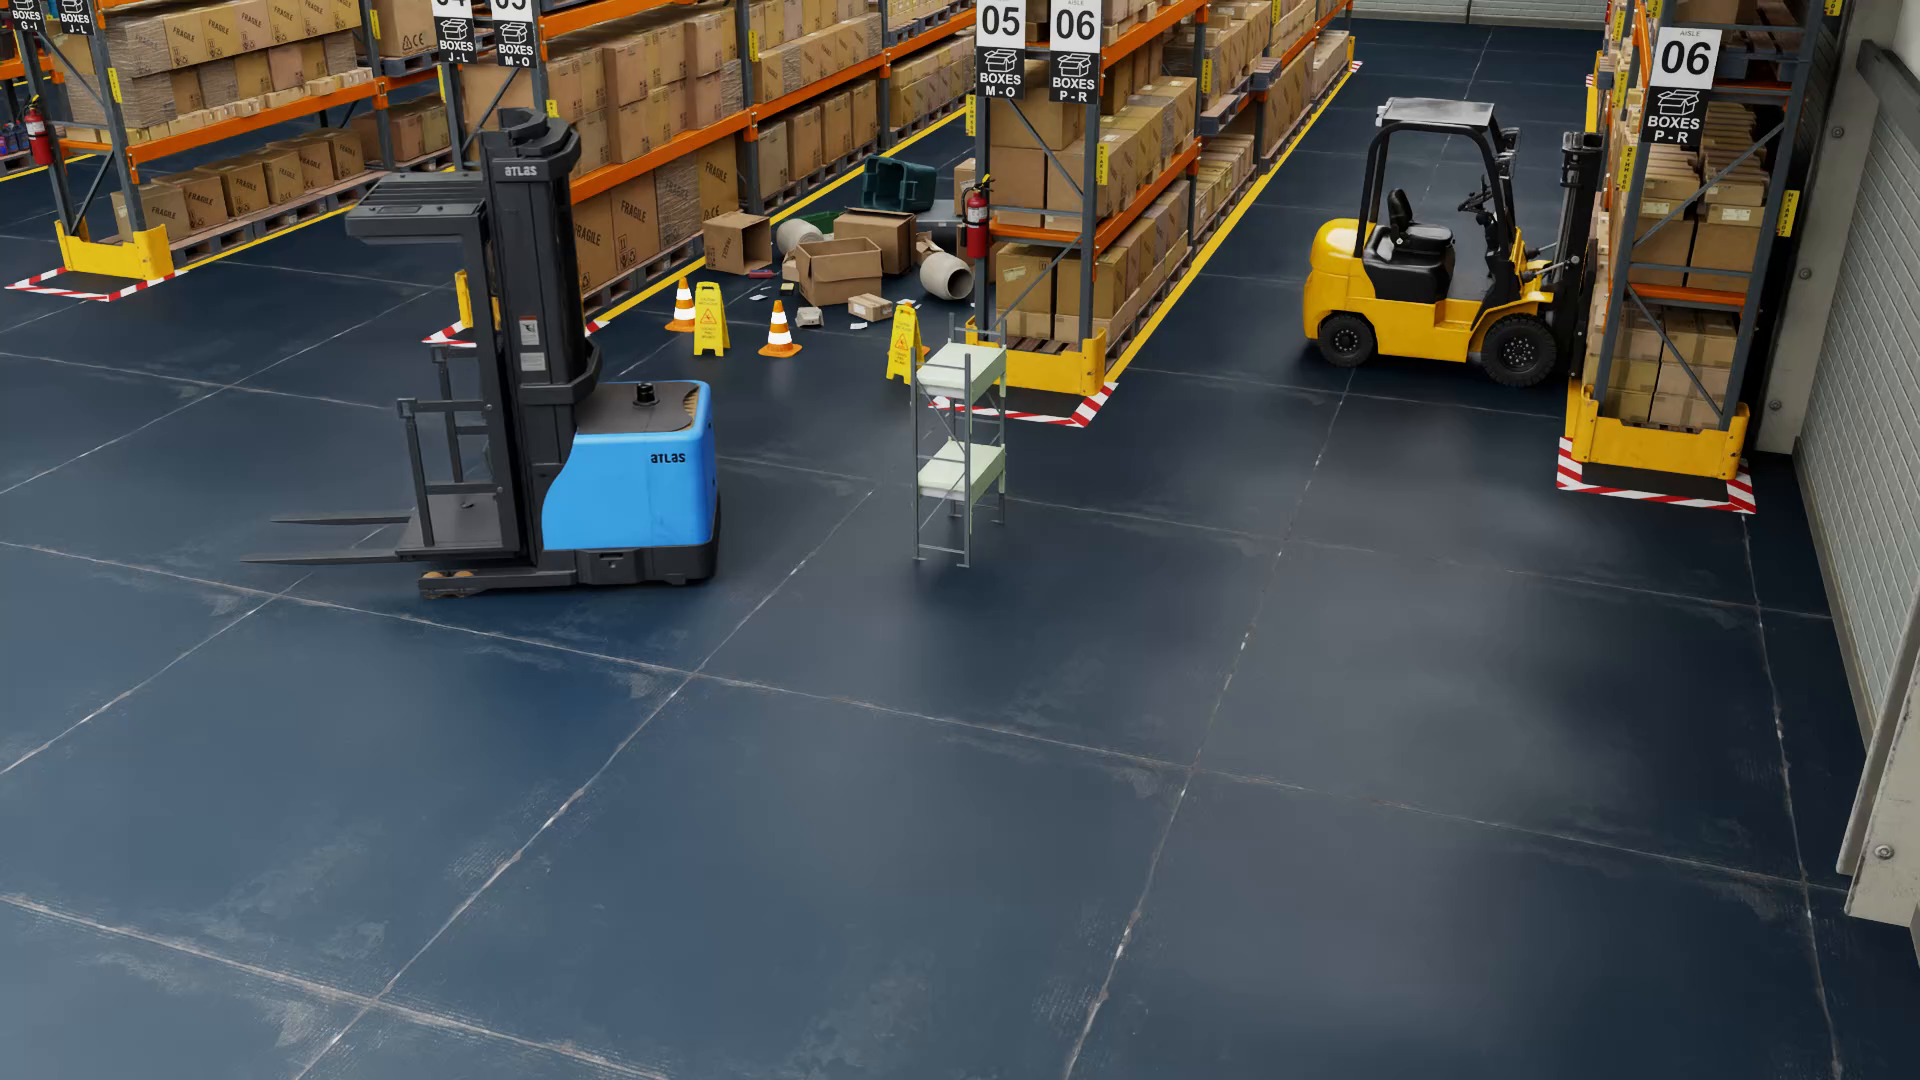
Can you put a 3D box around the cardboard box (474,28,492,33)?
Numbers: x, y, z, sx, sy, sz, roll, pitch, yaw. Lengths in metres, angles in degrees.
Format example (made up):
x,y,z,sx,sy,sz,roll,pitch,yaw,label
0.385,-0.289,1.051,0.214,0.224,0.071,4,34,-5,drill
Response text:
x,y,z,sx,sy,sz,roll,pitch,yaw,label
-6.370,-6.802,21.753,0.396,0.266,0.258,8,27,16,cardboard box

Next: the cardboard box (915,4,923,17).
x,y,z,sx,sy,sz,roll,pitch,yaw,label
-0.733,-7.310,22.936,0.380,0.149,0.250,10,27,19,cardboard box

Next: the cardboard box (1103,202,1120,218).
x,y,z,sx,sy,sz,roll,pitch,yaw,label
1.157,-2.873,14.254,0.380,0.149,0.250,8,27,16,cardboard box

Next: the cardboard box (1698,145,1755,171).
x,y,z,sx,sy,sz,roll,pitch,yaw,label
5.963,-2.958,12.940,0.380,0.149,0.250,10,27,19,cardboard box

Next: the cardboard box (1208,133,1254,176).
x,y,z,sx,sy,sz,roll,pitch,yaw,label
3.078,-4.737,20.348,0.950,0.372,0.625,7,27,14,cardboard box

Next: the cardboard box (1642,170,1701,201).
x,y,z,sx,sy,sz,roll,pitch,yaw,label
5.216,-2.604,12.209,0.380,0.149,0.250,9,27,18,cardboard box

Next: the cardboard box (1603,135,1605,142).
x,y,z,sx,sy,sz,roll,pitch,yaw,label
8.244,-4.931,20.603,0.500,0.500,0.500,10,28,20,cardboard box

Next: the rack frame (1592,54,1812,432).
x,y,z,sx,sy,sz,roll,pitch,yaw,label
5.295,-1.955,12.070,1.000,3.000,0.127,9,27,17,rack frame

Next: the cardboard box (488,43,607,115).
x,y,z,sx,sy,sz,roll,pitch,yaw,label
-3.832,-4.290,15.480,0.875,0.550,0.550,9,27,17,cardboard box

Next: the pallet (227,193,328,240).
x,y,z,sx,sy,sz,roll,pitch,yaw,label
-7.995,-3.715,18.905,1.003,0.211,1.213,9,27,17,pallet

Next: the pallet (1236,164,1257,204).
x,y,z,sx,sy,sz,roll,pitch,yaw,label
3.014,-4.385,20.288,1.003,0.211,1.213,9,27,17,pallet

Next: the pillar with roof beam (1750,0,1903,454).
x,y,z,sx,sy,sz,roll,pitch,yaw,label
2.317,-5.435,12.373,9.100,9.000,0.400,9,27,17,pillar with roof beam

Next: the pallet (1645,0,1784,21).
x,y,z,sx,sy,sz,roll,pitch,yaw,label
6.367,-4.555,14.099,1.003,0.211,1.213,9,27,17,pallet

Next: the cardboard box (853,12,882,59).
x,y,z,sx,sy,sz,roll,pitch,yaw,label
-1.323,-6.458,21.256,0.500,0.500,0.500,9,27,17,cardboard box

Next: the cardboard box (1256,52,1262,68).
x,y,z,sx,sy,sz,roll,pitch,yaw,label
3.326,-5.637,19.481,0.380,0.149,0.250,9,27,17,cardboard box

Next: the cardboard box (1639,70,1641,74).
x,y,z,sx,sy,sz,roll,pitch,yaw,label
6.928,-4.638,16.751,0.380,0.149,0.250,9,27,18,cardboard box

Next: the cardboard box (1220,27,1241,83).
x,y,z,sx,sy,sz,roll,pitch,yaw,label
2.714,-5.243,17.923,0.500,0.500,0.500,9,27,17,cardboard box

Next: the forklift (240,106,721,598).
x,y,z,sx,sy,sz,roll,pitch,yaw,label
-3.148,-1.183,10.554,3.031,2.935,1.130,-2,26,-4,forklift

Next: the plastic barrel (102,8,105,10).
x,y,z,sx,sy,sz,roll,pitch,yaw,label
-11.546,-6.895,22.117,0.433,0.535,0.433,0,26,0,plastic barrel

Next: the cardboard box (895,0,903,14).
x,y,z,sx,sy,sz,roll,pitch,yaw,label
-0.987,-7.128,22.219,0.380,0.149,0.250,10,28,20,cardboard box

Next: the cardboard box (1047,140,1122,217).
x,y,z,sx,sy,sz,roll,pitch,yaw,label
1.033,-3.007,13.786,0.500,0.500,0.500,8,27,17,cardboard box

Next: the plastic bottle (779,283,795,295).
x,y,z,sx,sy,sz,roll,pitch,yaw,label
-1.722,-2.511,16.590,0.133,0.061,0.283,0,26,-1,plastic bottle

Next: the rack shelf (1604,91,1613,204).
x,y,z,sx,sy,sz,roll,pitch,yaw,label
7.292,-4.097,17.319,1.077,0.370,4.000,9,27,17,rack shelf

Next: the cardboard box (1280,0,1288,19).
x,y,z,sx,sy,sz,roll,pitch,yaw,label
3.826,-6.829,20.873,0.500,0.500,0.500,9,27,18,cardboard box

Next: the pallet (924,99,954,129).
x,y,z,sx,sy,sz,roll,pitch,yaw,label
-0.757,-6.203,24.043,1.003,0.211,1.213,9,27,17,pallet

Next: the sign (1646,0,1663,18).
x,y,z,sx,sy,sz,roll,pitch,yaw,label
4.788,-3.753,11.415,0.100,0.325,0.005,9,27,17,sign

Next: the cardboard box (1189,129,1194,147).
x,y,z,sx,sy,sz,roll,pitch,yaw,label
2.125,-4.028,16.639,0.380,0.149,0.250,8,27,17,cardboard box

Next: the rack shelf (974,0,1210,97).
x,y,z,sx,sy,sz,roll,pitch,yaw,label
1.279,-4.522,14.754,1.077,0.370,4.000,9,27,17,rack shelf

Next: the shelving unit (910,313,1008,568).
x,y,z,sx,sy,sz,roll,pitch,yaw,label
-0.002,-0.672,11.141,0.431,1.500,0.755,9,27,17,shelving unit

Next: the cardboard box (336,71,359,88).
x,y,z,sx,sy,sz,roll,pitch,yaw,label
-7.287,-5.409,19.491,0.380,0.149,0.250,9,27,17,cardboard box

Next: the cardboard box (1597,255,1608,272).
x,y,z,sx,sy,sz,roll,pitch,yaw,label
5.653,-2.218,14.138,0.500,0.250,0.500,8,27,16,cardboard box

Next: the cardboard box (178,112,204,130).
x,y,z,sx,sy,sz,roll,pitch,yaw,label
-8.150,-4.386,17.379,0.380,0.149,0.250,9,27,17,cardboard box

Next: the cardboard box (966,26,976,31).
x,y,z,sx,sy,sz,roll,pitch,yaw,label
0.322,-8.389,27.464,0.380,0.149,0.250,9,27,18,cardboard box

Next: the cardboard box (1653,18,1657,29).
x,y,z,sx,sy,sz,roll,pitch,yaw,label
5.285,-3.811,12.152,0.380,0.149,0.250,8,27,16,cardboard box

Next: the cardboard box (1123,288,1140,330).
x,y,z,sx,sy,sz,roll,pitch,yaw,label
1.320,-2.125,15.094,0.500,0.250,0.500,10,27,19,cardboard box

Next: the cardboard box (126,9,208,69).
x,y,z,sx,sy,sz,roll,pitch,yaw,label
-8.119,-5.130,17.024,0.500,0.500,0.500,9,27,17,cardboard box

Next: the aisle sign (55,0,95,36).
x,y,z,sx,sy,sz,roll,pitch,yaw,label
-8.470,-5.212,15.812,0.394,0.787,0.004,9,27,17,aisle sign

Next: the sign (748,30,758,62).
x,y,z,sx,sy,sz,roll,pitch,yaw,label
-2.233,-5.339,17.974,0.100,0.325,0.005,9,27,17,sign

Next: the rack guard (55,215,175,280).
x,y,z,sx,sy,sz,roll,pitch,yaw,label
-8.707,-3.017,17.131,1.175,0.500,0.348,9,27,17,rack guard

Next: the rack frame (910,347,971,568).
x,y,z,sx,sy,sz,roll,pitch,yaw,label
-0.124,-0.522,10.830,0.400,1.500,0.023,9,27,17,rack frame

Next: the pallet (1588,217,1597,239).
x,y,z,sx,sy,sz,roll,pitch,yaw,label
7.239,-3.155,17.748,1.003,0.211,1.213,9,27,17,pallet

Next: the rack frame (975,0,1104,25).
x,y,z,sx,sy,sz,roll,pitch,yaw,label
0.613,-5.374,12.246,1.000,3.000,0.127,9,27,17,rack frame

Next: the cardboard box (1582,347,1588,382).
x,y,z,sx,sy,sz,roll,pitch,yaw,label
5.328,-1.349,13.490,0.500,0.250,0.500,9,27,17,cardboard box

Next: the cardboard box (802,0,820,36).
x,y,z,sx,sy,sz,roll,pitch,yaw,label
-2.090,-6.320,19.823,0.700,0.500,0.500,8,27,17,cardboard box

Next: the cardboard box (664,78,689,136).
x,y,z,sx,sy,sz,roll,pitch,yaw,label
-3.321,-4.474,17.099,0.875,0.550,0.550,9,27,17,cardboard box

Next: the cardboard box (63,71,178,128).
x,y,z,sx,sy,sz,roll,pitch,yaw,label
-8.523,-4.512,16.893,0.875,0.500,0.500,9,27,17,cardboard box

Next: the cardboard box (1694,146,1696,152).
x,y,z,sx,sy,sz,roll,pitch,yaw,label
6.336,-3.236,13.855,0.380,0.149,0.250,8,27,17,cardboard box

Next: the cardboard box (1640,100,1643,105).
x,y,z,sx,sy,sz,roll,pitch,yaw,label
6.162,-3.755,14.587,0.380,0.149,0.250,8,27,16,cardboard box

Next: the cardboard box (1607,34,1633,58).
x,y,z,sx,sy,sz,roll,pitch,yaw,label
8.003,-5.845,19.793,0.500,0.250,0.500,7,27,15,cardboard box

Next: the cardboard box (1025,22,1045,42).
x,y,z,sx,sy,sz,roll,pitch,yaw,label
0.468,-4.098,13.341,0.380,0.149,0.250,9,27,18,cardboard box

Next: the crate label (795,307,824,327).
x,y,z,sx,sy,sz,roll,pitch,yaw,label
-1.417,-2.102,15.658,0.250,0.136,0.298,-5,26,-9,crate label

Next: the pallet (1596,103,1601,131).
x,y,z,sx,sy,sz,roll,pitch,yaw,label
9.518,-5.913,23.445,1.003,0.211,1.213,9,27,17,pallet

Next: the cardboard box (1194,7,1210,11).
x,y,z,sx,sy,sz,roll,pitch,yaw,label
2.741,-5.962,19.408,0.500,0.500,0.500,10,28,20,cardboard box

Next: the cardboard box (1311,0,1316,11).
x,y,z,sx,sy,sz,roll,pitch,yaw,label
4.689,-7.546,23.215,0.500,0.250,0.500,9,27,17,cardboard box

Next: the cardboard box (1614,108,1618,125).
x,y,z,sx,sy,sz,roll,pitch,yaw,label
6.713,-4.208,16.321,0.500,0.250,0.500,8,27,16,cardboard box

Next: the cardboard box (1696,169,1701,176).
x,y,z,sx,sy,sz,roll,pitch,yaw,label
6.214,-2.794,13.688,0.500,0.500,0.500,9,27,18,cardboard box

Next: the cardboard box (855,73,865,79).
x,y,z,sx,sy,sz,roll,pitch,yaw,label
-1.446,-6.358,22.689,0.500,0.250,0.500,8,27,16,cardboard box

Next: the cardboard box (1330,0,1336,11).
x,y,z,sx,sy,sz,roll,pitch,yaw,label
5.353,-8.214,24.882,0.500,0.500,0.500,9,27,18,cardboard box

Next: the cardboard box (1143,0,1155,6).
x,y,z,sx,sy,sz,roll,pitch,yaw,label
1.357,-4.679,14.085,0.500,0.250,0.500,10,27,19,cardboard box
